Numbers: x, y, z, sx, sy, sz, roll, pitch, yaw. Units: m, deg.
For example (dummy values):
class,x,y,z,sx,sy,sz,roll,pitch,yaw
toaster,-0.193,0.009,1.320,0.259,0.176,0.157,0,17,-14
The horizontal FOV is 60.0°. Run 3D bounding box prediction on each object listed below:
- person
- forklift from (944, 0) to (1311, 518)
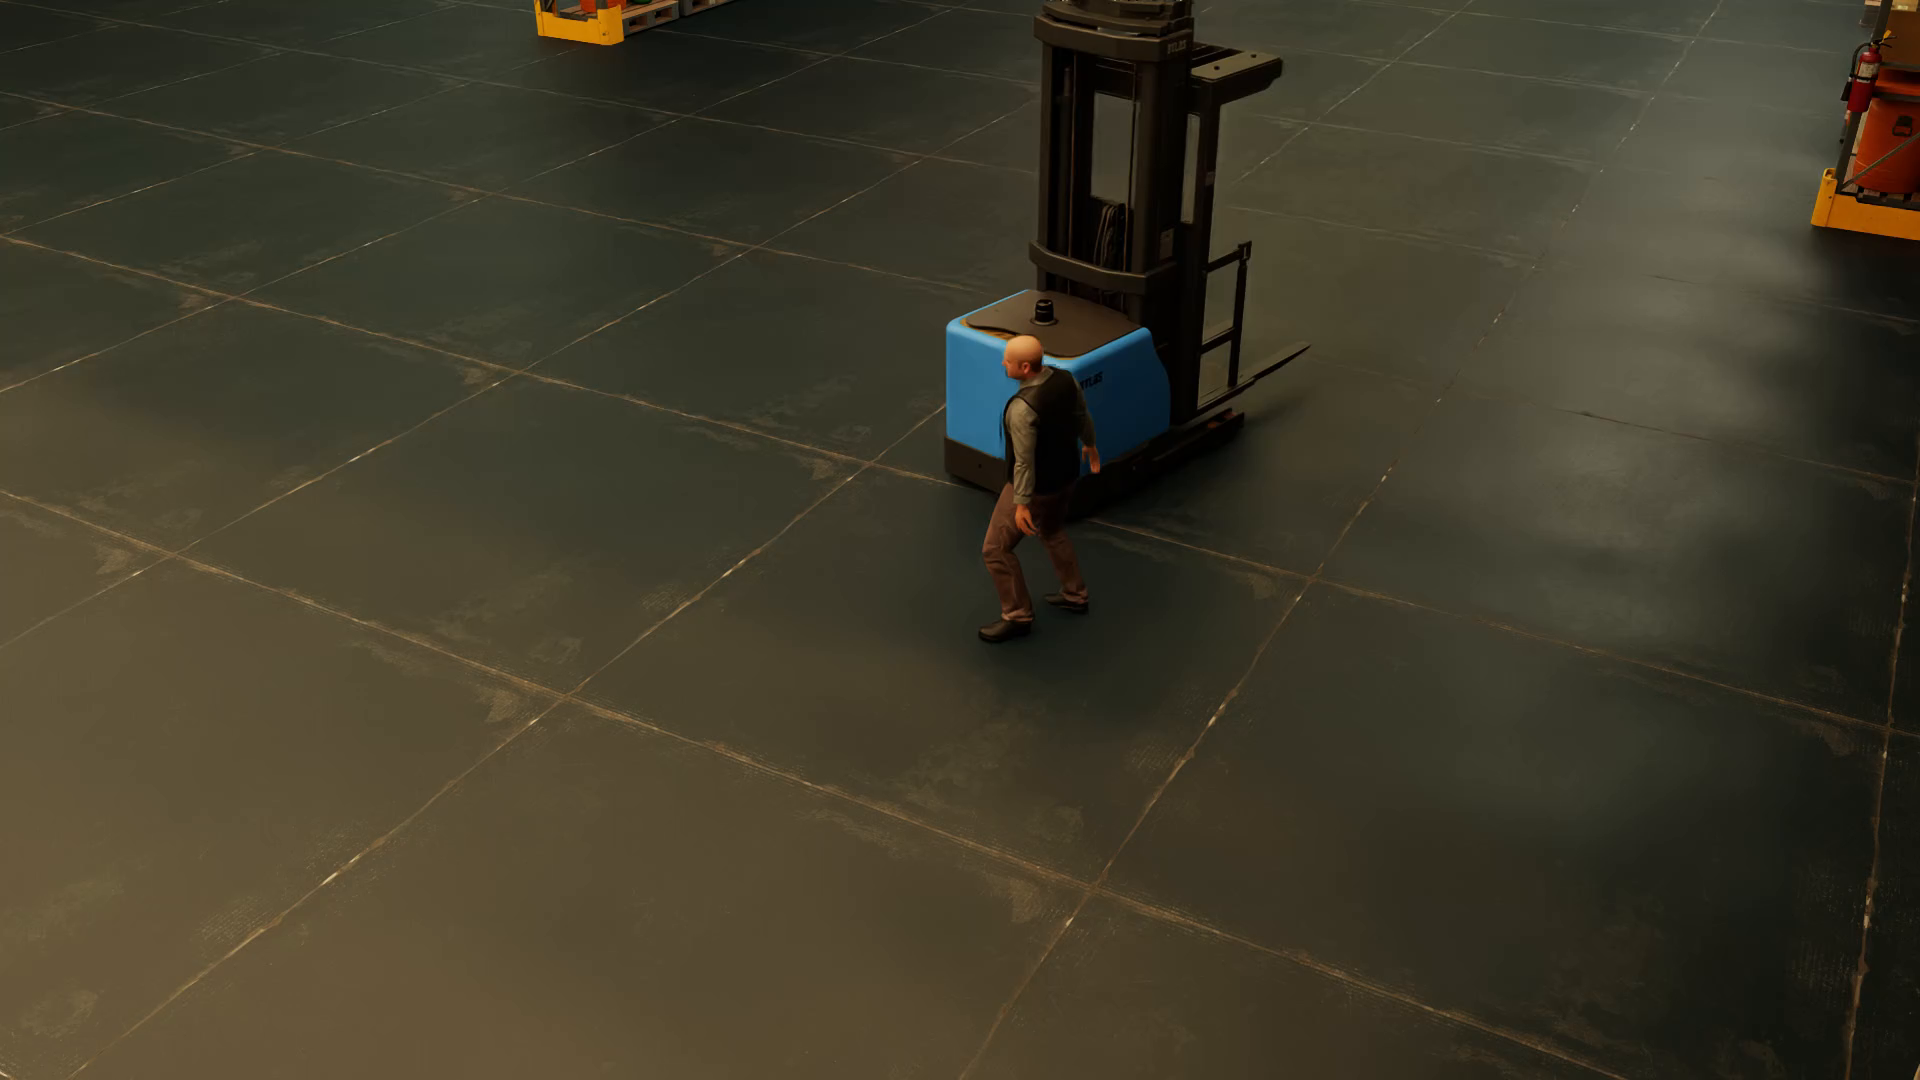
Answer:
class,x,y,z,sx,sy,sz,roll,pitch,yaw
person,0.456,-0.304,8.891,0.418,1.694,0.870,22,36,32
forklift,1.266,-2.052,10.625,1.130,2.935,3.031,25,38,36
